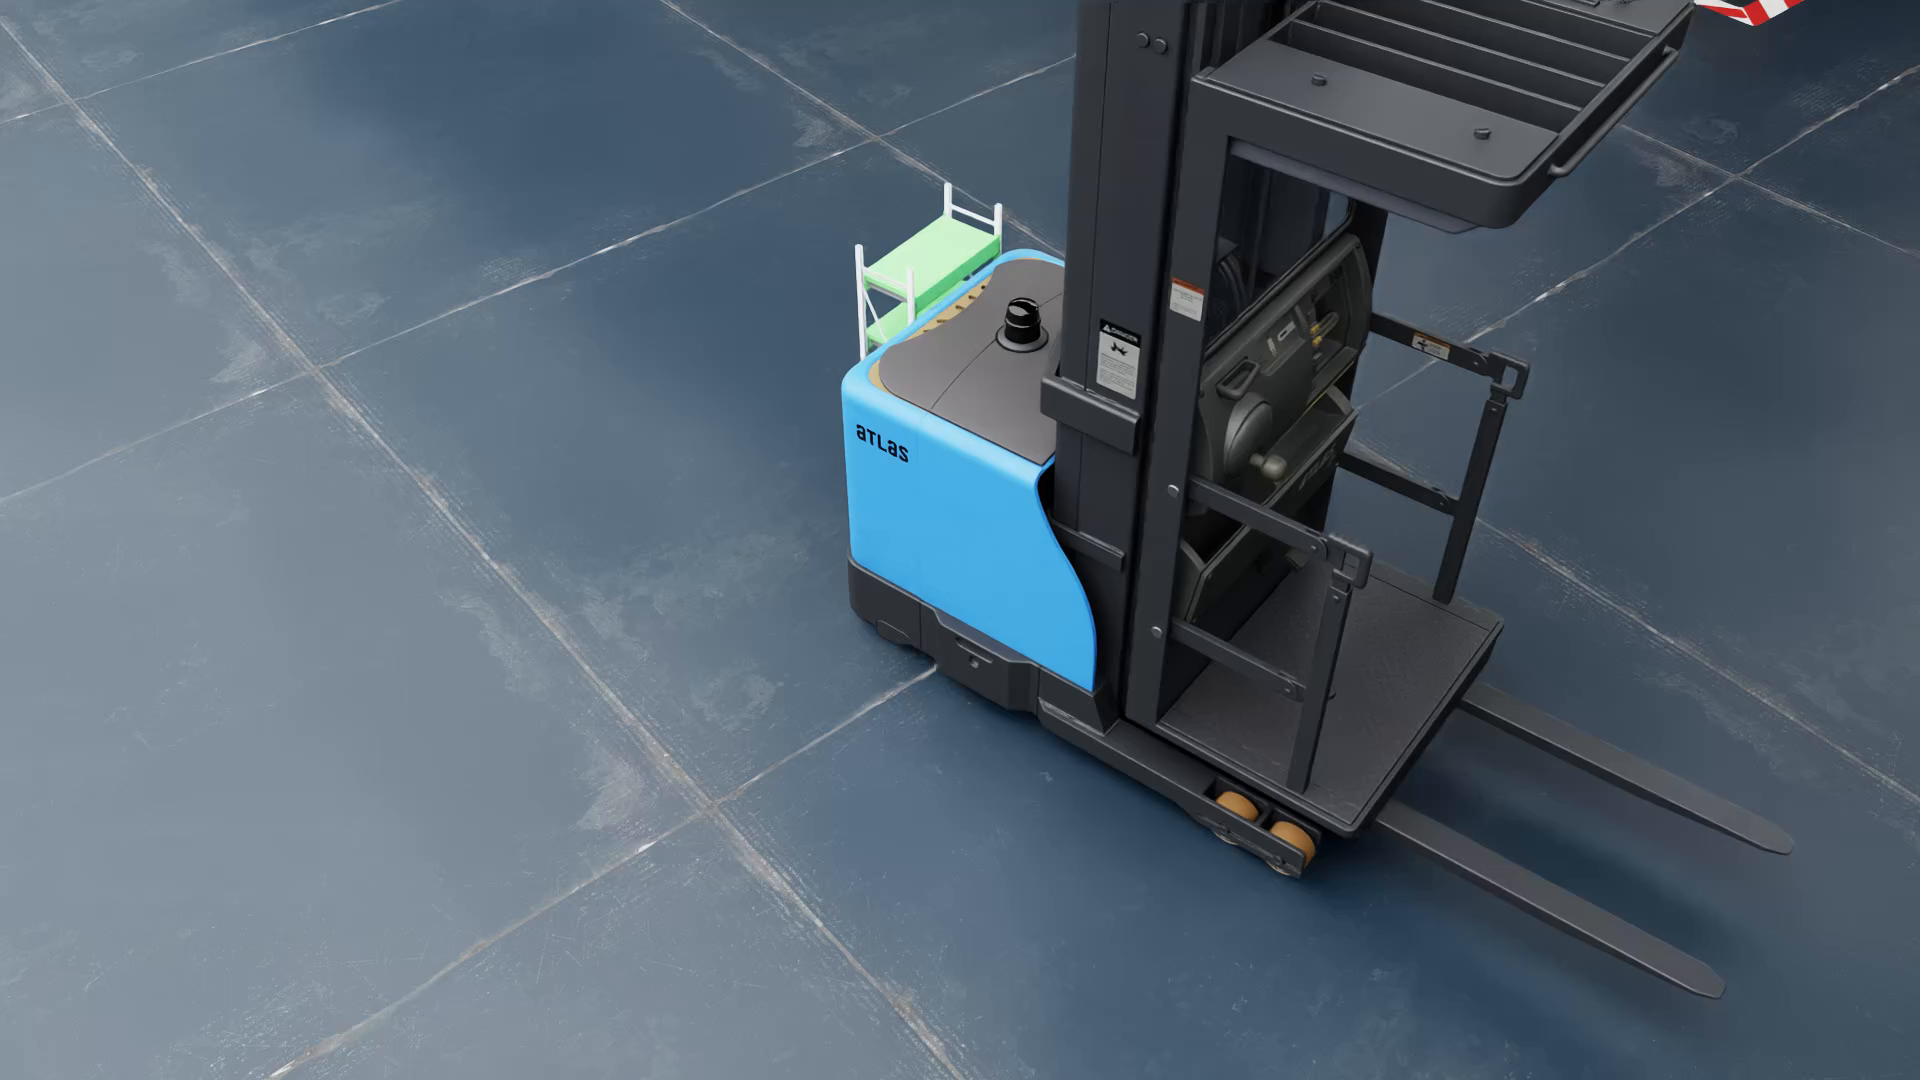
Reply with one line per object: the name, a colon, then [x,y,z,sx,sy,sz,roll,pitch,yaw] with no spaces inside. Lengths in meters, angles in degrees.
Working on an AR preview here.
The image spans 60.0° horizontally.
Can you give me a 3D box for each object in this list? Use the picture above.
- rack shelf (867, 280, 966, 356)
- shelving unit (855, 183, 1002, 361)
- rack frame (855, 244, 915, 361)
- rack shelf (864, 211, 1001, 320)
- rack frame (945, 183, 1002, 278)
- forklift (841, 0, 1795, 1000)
rack shelf: [-0.101,-0.757,5.923,0.258,0.148,0.480,27,50,26]
shelving unit: [-0.101,-0.629,6.043,0.258,1.200,0.503,27,50,26]
rack frame: [-0.249,-0.496,5.902,0.240,1.200,0.015,27,50,26]
rack shelf: [-0.102,-0.932,5.758,0.258,0.148,0.480,27,50,26]
rack frame: [0.046,-0.762,6.185,0.240,1.200,0.015,27,50,26]
forklift: [1.088,-0.449,4.588,3.031,2.935,1.130,27,50,26]
